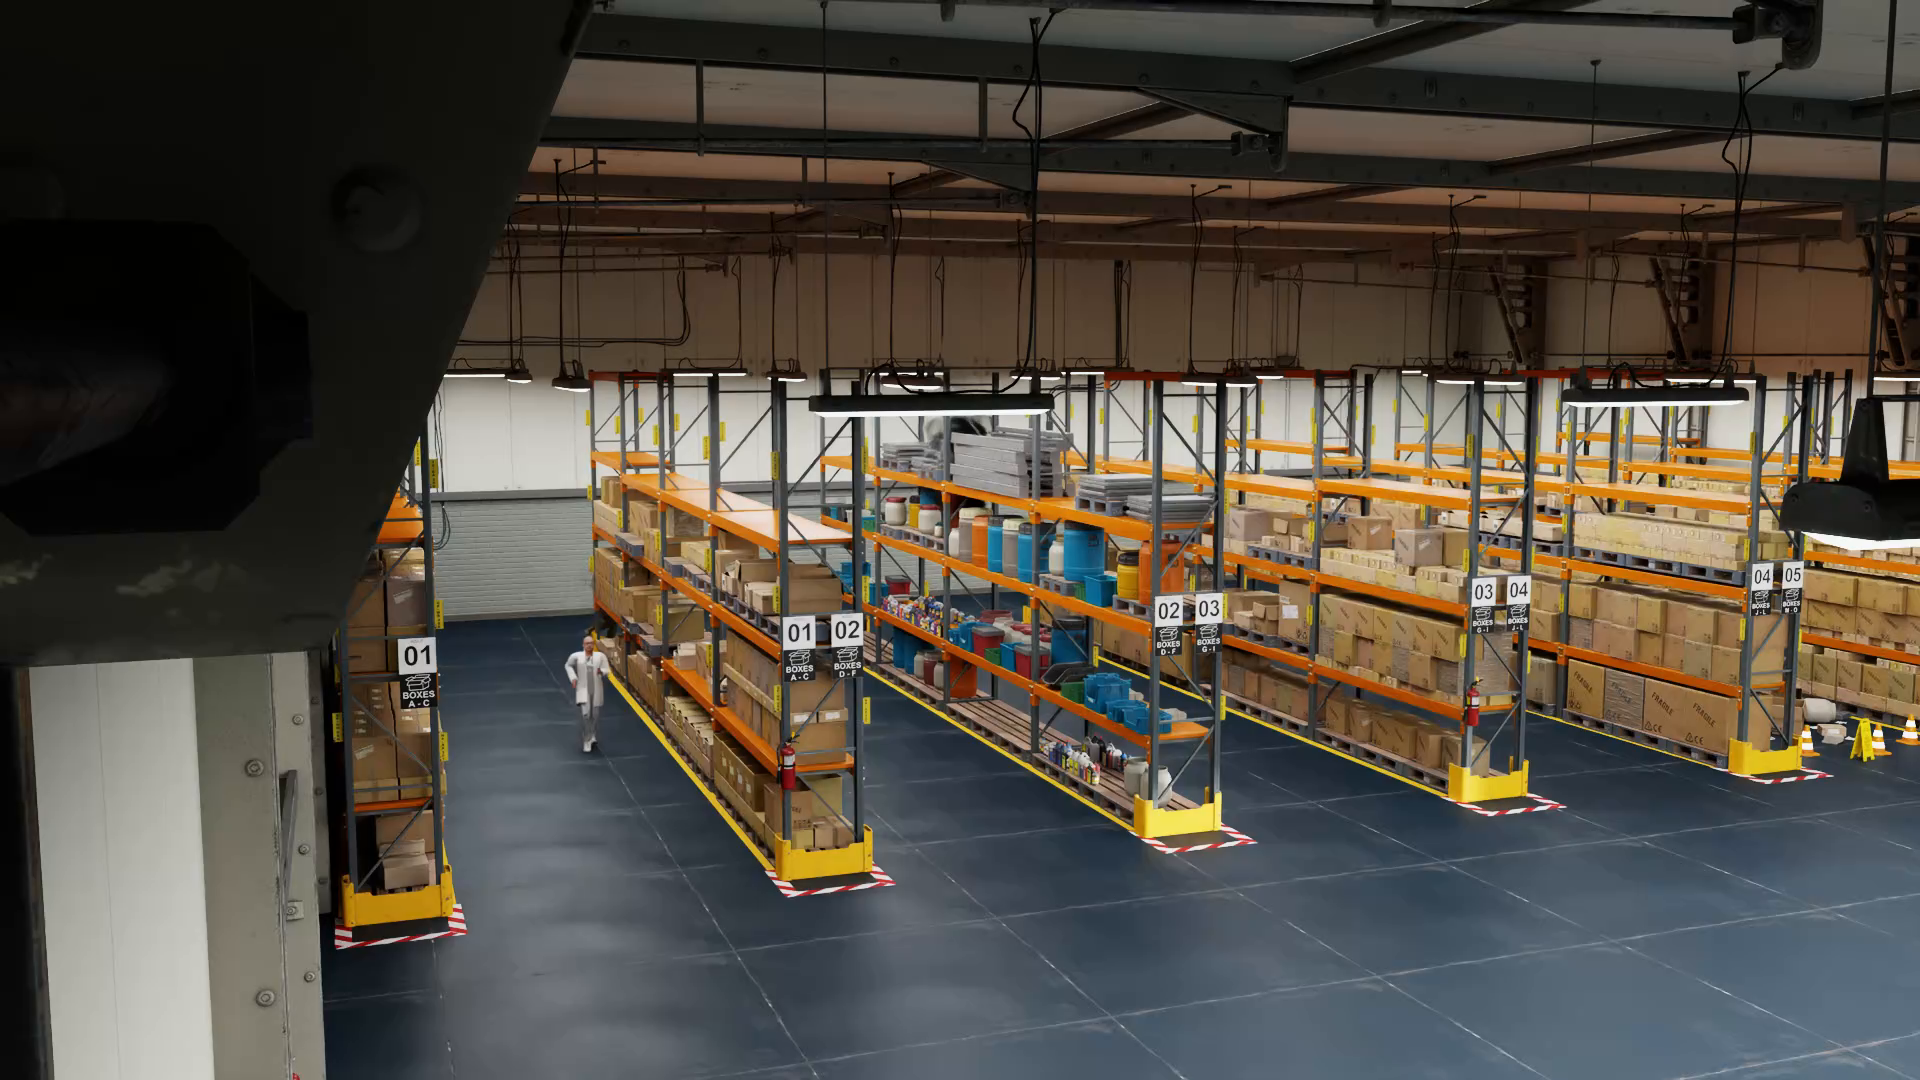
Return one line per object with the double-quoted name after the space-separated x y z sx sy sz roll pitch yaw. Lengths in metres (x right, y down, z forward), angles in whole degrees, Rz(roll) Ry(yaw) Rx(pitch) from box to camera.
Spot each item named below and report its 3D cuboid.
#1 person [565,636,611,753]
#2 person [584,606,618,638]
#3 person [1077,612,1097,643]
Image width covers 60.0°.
-5.960 2.467 26.751 0.682 1.840 0.802 -3 7 -22 "person"
-7.762 1.515 36.247 0.847 1.549 0.731 -1 6 -7 "person"
2.234 2.062 30.605 0.662 1.731 0.831 -4 7 -29 "person"
